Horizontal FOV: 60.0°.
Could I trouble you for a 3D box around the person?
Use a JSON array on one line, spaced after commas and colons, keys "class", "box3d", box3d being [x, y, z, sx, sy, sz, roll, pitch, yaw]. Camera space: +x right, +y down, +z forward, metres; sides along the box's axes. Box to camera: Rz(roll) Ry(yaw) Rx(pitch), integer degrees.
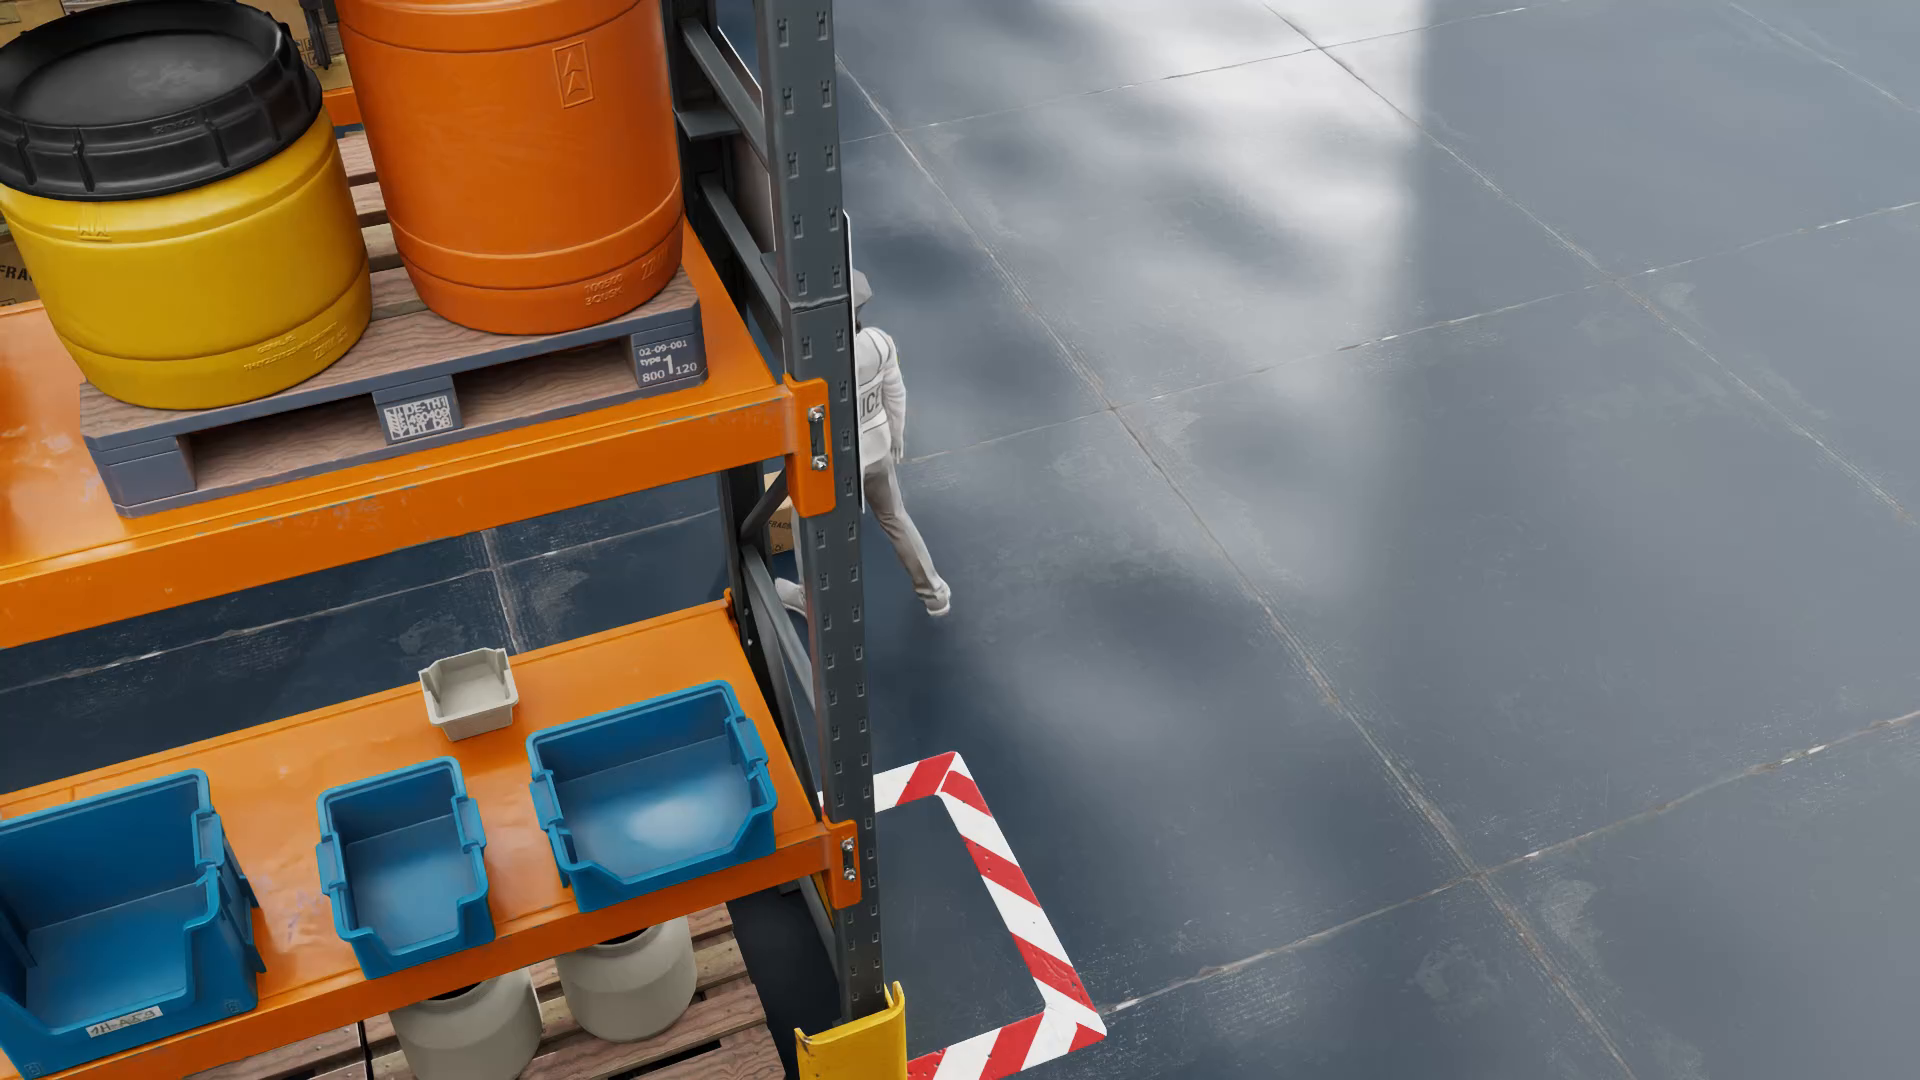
[{"class": "person", "box3d": [-0.401, -0.333, 6.498, 0.622, 1.653, 0.679, -29, 50, -28]}]
